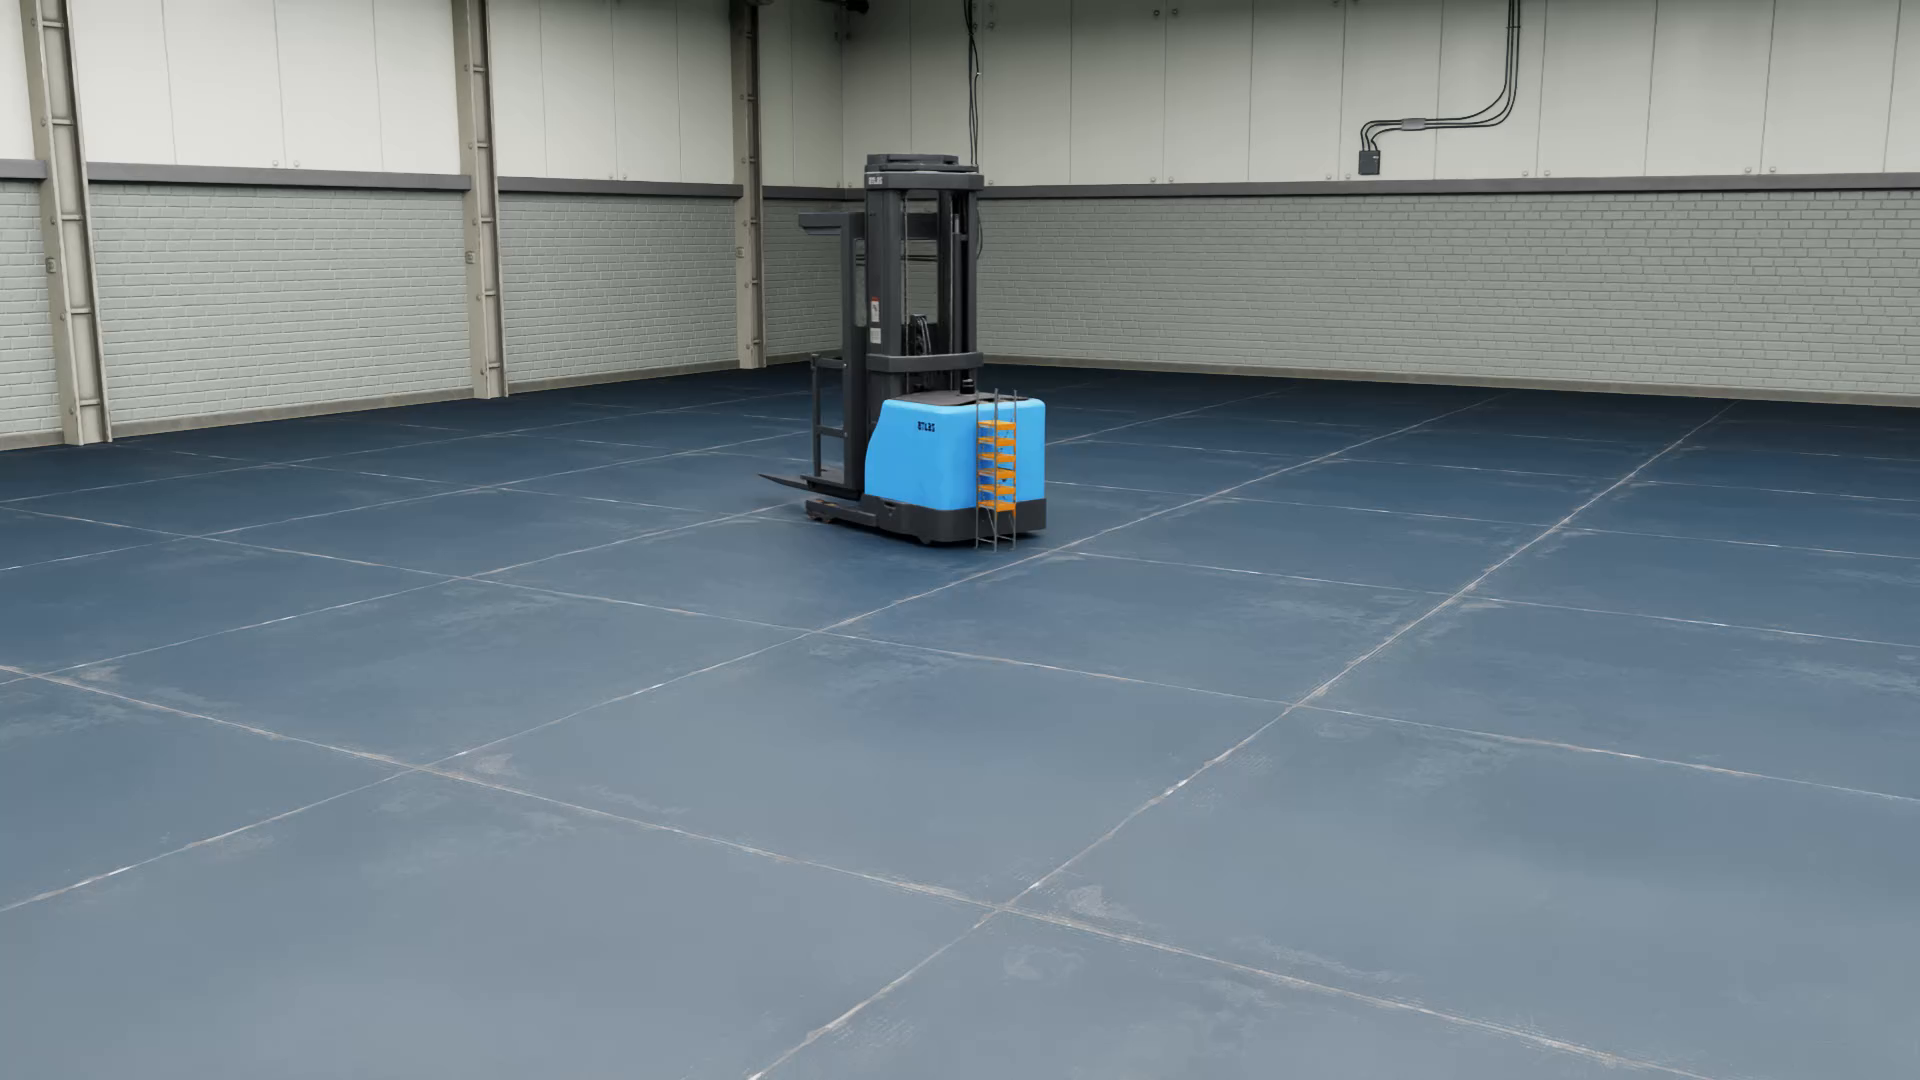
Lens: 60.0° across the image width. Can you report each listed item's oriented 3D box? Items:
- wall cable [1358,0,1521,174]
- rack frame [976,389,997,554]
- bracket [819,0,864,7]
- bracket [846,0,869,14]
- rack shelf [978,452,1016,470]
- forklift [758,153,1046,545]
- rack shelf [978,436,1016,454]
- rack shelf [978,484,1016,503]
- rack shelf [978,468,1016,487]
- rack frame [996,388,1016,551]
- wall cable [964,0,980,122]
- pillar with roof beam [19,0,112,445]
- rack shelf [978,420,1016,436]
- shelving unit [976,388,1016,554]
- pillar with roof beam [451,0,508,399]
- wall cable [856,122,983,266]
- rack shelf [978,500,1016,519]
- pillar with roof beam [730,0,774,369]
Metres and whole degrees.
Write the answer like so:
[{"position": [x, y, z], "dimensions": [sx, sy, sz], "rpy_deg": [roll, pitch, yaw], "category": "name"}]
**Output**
[{"position": [7.165, -8.510, 24.628], "dimensions": [2.305, 6.003, 0.169], "rpy_deg": [6, 12, 31], "category": "wall cable"}, {"position": [0.193, -0.505, 12.304], "dimensions": [0.006, 1.200, 0.240], "rpy_deg": [-8, 13, -36], "category": "rack frame"}, {"position": [-2.157, -9.491, 29.330], "dimensions": [0.076, 0.066, 3.189], "rpy_deg": [6, 12, 31], "category": "bracket"}, {"position": [-1.850, -9.584, 29.826], "dimensions": [0.235, 0.232, 0.430], "rpy_deg": [6, 12, 31], "category": "bracket"}, {"position": [0.266, -0.589, 12.345], "dimensions": [0.180, 0.103, 0.258], "rpy_deg": [-8, 13, -36], "category": "rack shelf"}, {"position": [-0.620, -1.626, 13.591], "dimensions": [1.130, 2.935, 3.031], "rpy_deg": [-8, 13, -36], "category": "forklift"}, {"position": [0.266, -0.707, 12.323], "dimensions": [0.180, 0.103, 0.258], "rpy_deg": [-8, 13, -36], "category": "rack shelf"}, {"position": [0.266, -0.353, 12.389], "dimensions": [0.180, 0.103, 0.258], "rpy_deg": [-8, 13, -36], "category": "rack shelf"}, {"position": [0.266, -0.471, 12.367], "dimensions": [0.180, 0.103, 0.258], "rpy_deg": [-8, 13, -36], "category": "rack shelf"}, {"position": [0.339, -0.525, 12.413], "dimensions": [0.006, 1.200, 0.240], "rpy_deg": [-8, 13, -36], "category": "rack frame"}, {"position": [1.372, -8.445, 28.240], "dimensions": [3.097, 2.526, 0.112], "rpy_deg": [6, 12, 31], "category": "wall cable"}, {"position": [-6.150, -5.112, 15.721], "dimensions": [9.100, 9.000, 0.400], "rpy_deg": [6, 12, 31], "category": "pillar with roof beam"}, {"position": [0.267, -0.825, 12.300], "dimensions": [0.180, 0.103, 0.258], "rpy_deg": [-8, 13, -36], "category": "rack shelf"}, {"position": [0.266, -0.515, 12.359], "dimensions": [0.189, 1.200, 0.258], "rpy_deg": [-8, 13, -36], "category": "shelving unit"}, {"position": [-3.035, -6.056, 20.762], "dimensions": [9.100, 9.000, 0.400], "rpy_deg": [6, 12, 31], "category": "pillar with roof beam"}, {"position": [-0.940, -6.222, 30.085], "dimensions": [3.097, 2.526, 0.112], "rpy_deg": [6, 12, 31], "category": "wall cable"}, {"position": [0.266, -0.236, 12.411], "dimensions": [0.180, 0.103, 0.258], "rpy_deg": [-8, 13, -36], "category": "rack shelf"}, {"position": [0.080, -7.000, 25.802], "dimensions": [9.100, 9.000, 0.548], "rpy_deg": [6, 12, 31], "category": "pillar with roof beam"}]
